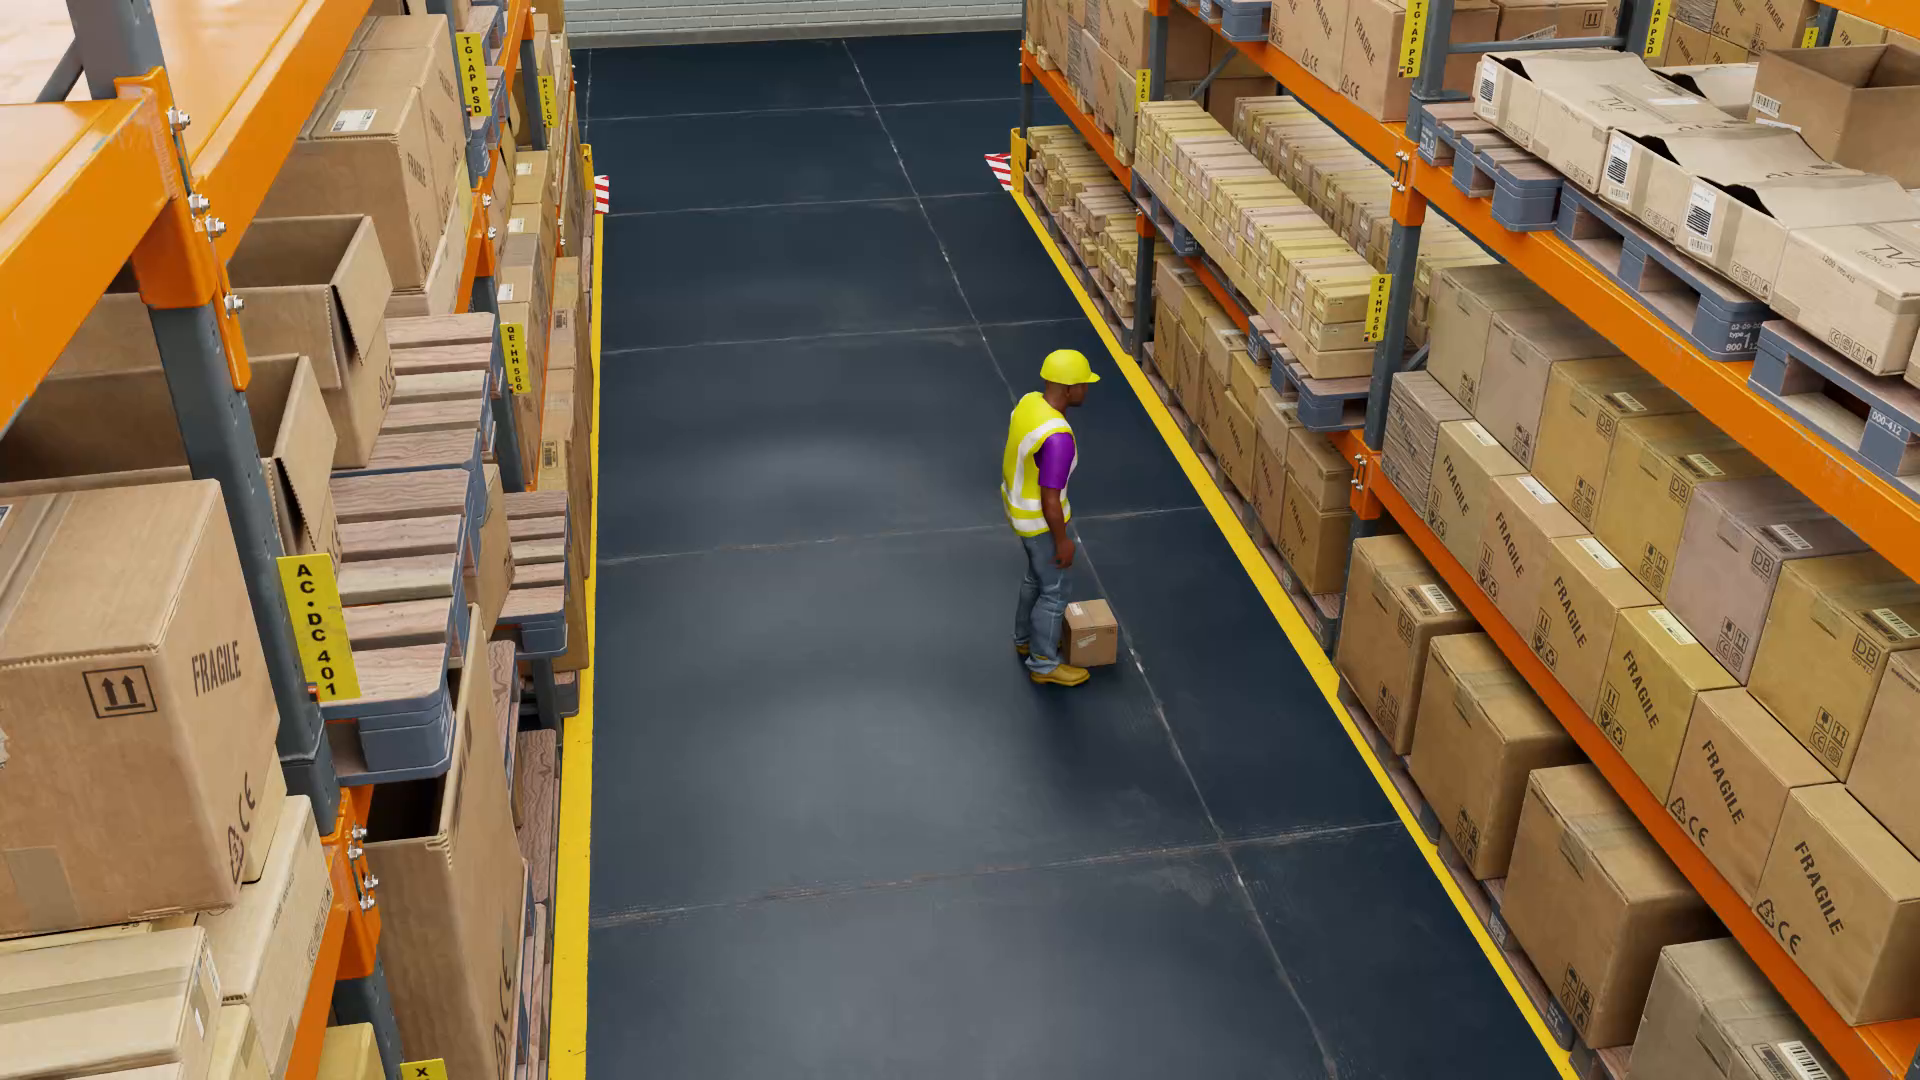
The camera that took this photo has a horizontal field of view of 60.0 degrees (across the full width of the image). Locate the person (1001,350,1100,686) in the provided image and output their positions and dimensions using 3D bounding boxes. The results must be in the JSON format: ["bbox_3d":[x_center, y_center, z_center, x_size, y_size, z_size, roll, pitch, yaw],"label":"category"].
[{"bbox_3d":[0.448,-0.126,8.333,0.461,1.760,0.625,-6,31,-9],"label":"person"}]
